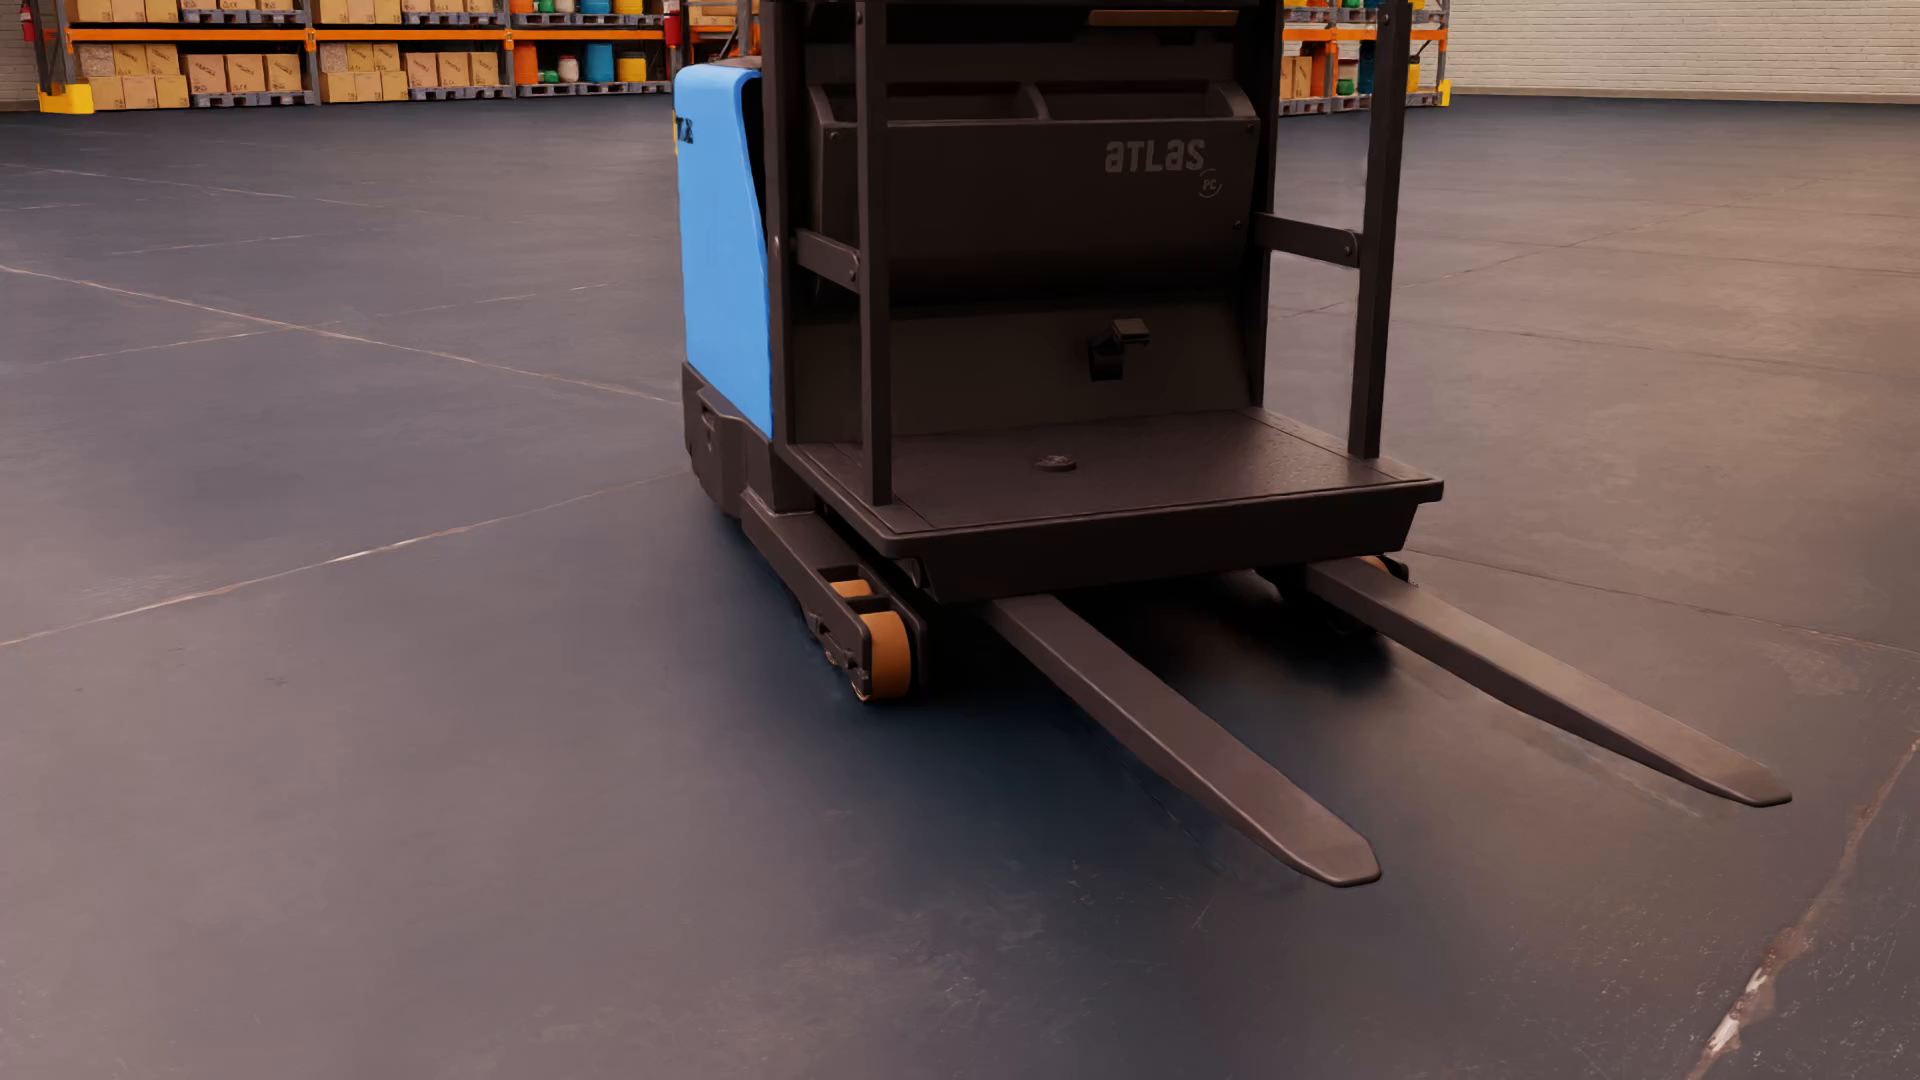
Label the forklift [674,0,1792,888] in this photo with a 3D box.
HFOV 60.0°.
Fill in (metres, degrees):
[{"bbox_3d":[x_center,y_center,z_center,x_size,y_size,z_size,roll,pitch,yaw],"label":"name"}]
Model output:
[{"bbox_3d":[0.229,-1.245,2.997,1.130,2.935,3.031,-6,18,-19],"label":"forklift"}]
